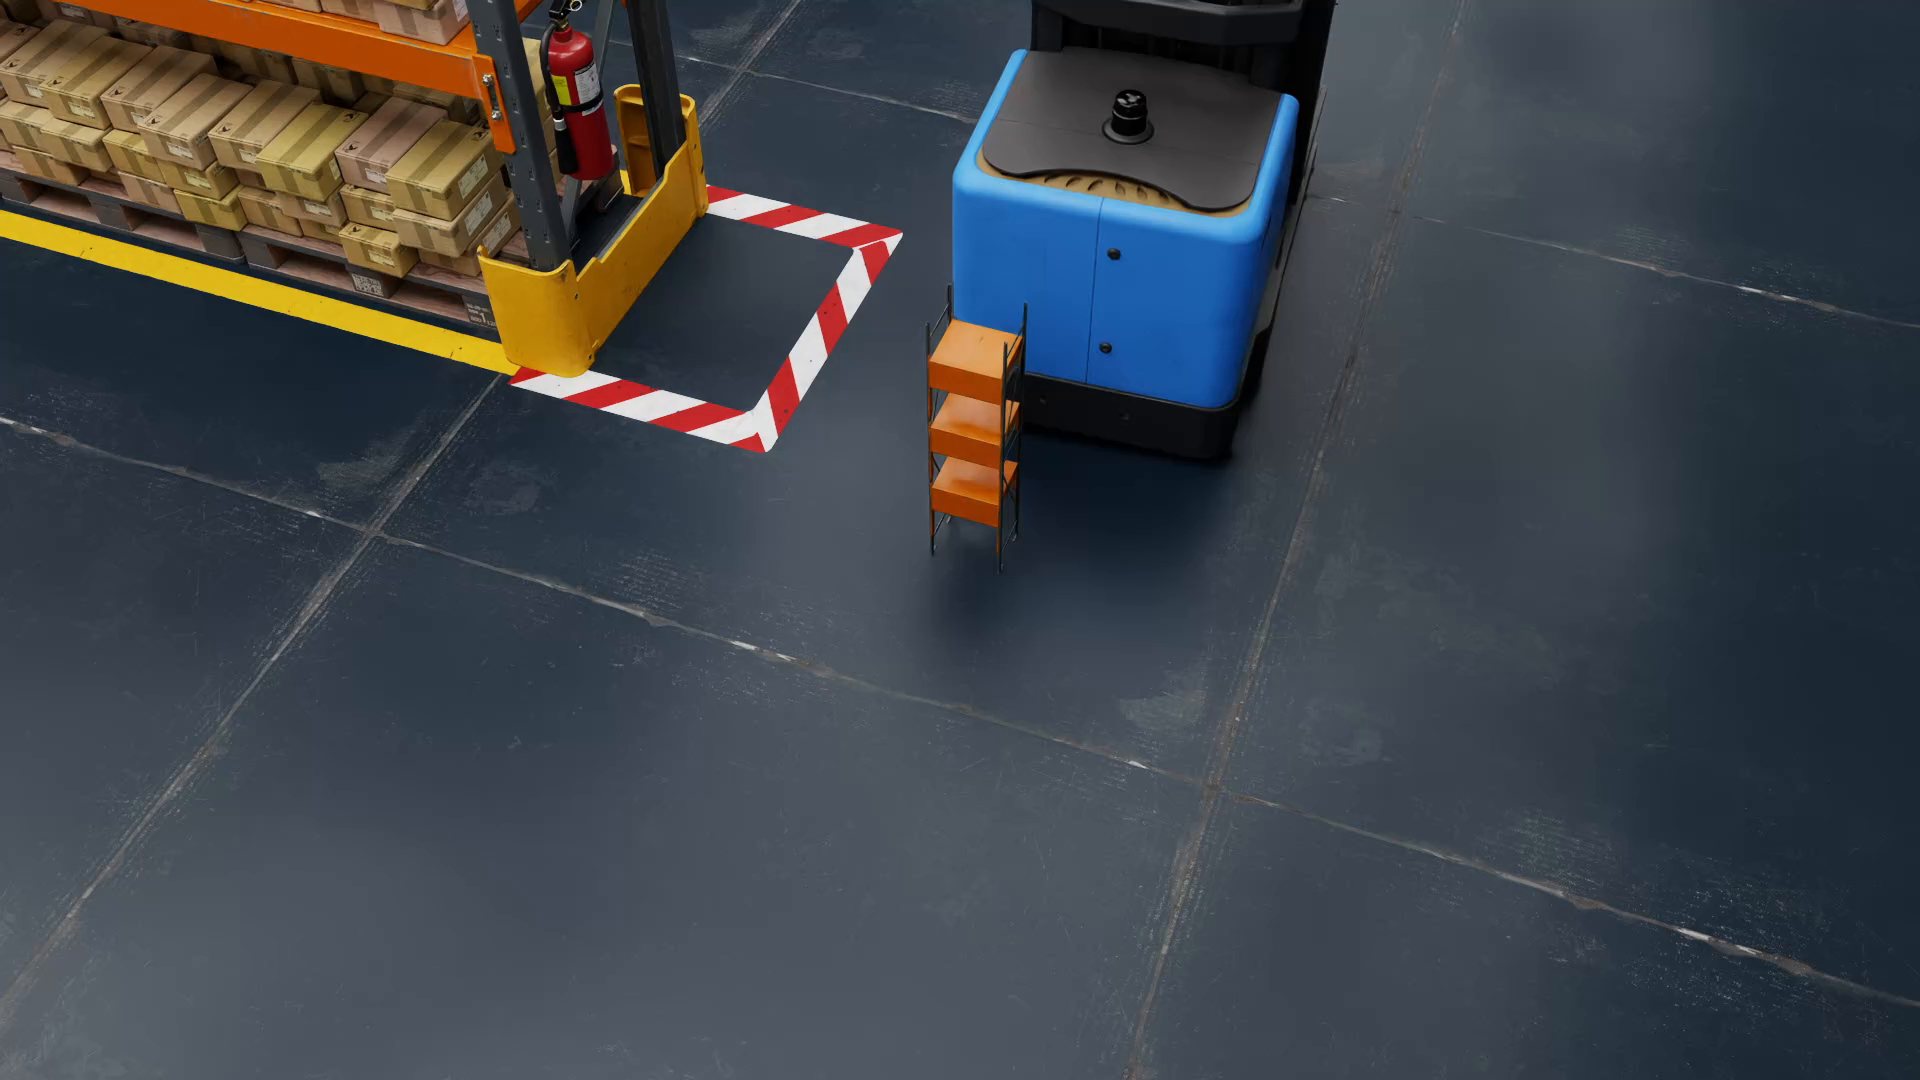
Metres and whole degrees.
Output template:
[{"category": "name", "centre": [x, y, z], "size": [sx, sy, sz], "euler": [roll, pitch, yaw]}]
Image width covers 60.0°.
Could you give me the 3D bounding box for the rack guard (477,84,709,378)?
[{"category": "rack guard", "centre": [-1.396, -1.221, 6.477], "size": [0.348, 0.500, 1.175], "euler": [16, 51, 13]}]

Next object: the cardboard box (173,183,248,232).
[{"category": "cardboard box", "centre": [-2.882, -1.417, 6.602], "size": [0.250, 0.149, 0.380], "euler": [14, 50, 11]}]

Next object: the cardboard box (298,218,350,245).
[{"category": "cardboard box", "centre": [-2.385, -1.339, 6.534], "size": [0.250, 0.149, 0.380], "euler": [15, 51, 13]}]

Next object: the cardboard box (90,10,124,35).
[{"category": "cardboard box", "centre": [-3.404, -2.267, 6.945], "size": [0.250, 0.149, 0.380], "euler": [14, 51, 12]}]

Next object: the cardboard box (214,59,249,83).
[{"category": "cardboard box", "centre": [-2.978, -1.941, 6.859], "size": [0.250, 0.149, 0.380], "euler": [18, 51, 15]}]

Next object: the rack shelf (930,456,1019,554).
[{"category": "rack shelf", "centre": [0.050, -0.141, 5.559], "size": [0.240, 0.259, 0.215], "euler": [16, 51, 13]}]

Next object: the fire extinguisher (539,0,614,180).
[{"category": "fire extinguisher", "centre": [-1.248, -1.479, 5.345], "size": [0.183, 0.674, 0.296], "euler": [16, 51, 13]}]

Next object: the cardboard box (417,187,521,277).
[{"category": "cardboard box", "centre": [-1.891, -1.213, 6.425], "size": [0.250, 0.149, 0.380], "euler": [16, 51, 14]}]

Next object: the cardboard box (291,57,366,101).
[{"category": "cardboard box", "centre": [-2.452, -1.946, 6.667], "size": [0.250, 0.149, 0.380], "euler": [13, 50, 11]}]

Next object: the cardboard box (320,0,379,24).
[{"category": "cardboard box", "centre": [-1.949, -1.914, 5.590], "size": [0.250, 0.149, 0.380], "euler": [16, 51, 13]}]

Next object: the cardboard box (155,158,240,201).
[{"category": "cardboard box", "centre": [-2.897, -1.518, 6.492], "size": [0.250, 0.149, 0.380], "euler": [16, 51, 14]}]

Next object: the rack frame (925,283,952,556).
[{"category": "rack frame", "centre": [-0.064, -0.362, 5.369], "size": [0.008, 1.050, 0.200], "euler": [16, 51, 13]}]

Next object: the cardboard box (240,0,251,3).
[{"category": "cardboard box", "centre": [-2.436, -2.019, 5.681], "size": [0.250, 0.149, 0.380], "euler": [17, 51, 14]}]

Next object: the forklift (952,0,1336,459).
[{"category": "forklift", "centre": [0.873, -2.390, 5.882], "size": [1.130, 2.935, 3.031], "euler": [13, 50, 11]}]

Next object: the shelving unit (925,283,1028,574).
[{"category": "shelving unit", "centre": [0.050, -0.330, 5.341], "size": [0.252, 1.050, 0.215], "euler": [16, 51, 13]}]

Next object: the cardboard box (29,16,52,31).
[{"category": "cardboard box", "centre": [-3.708, -2.203, 7.086], "size": [0.250, 0.149, 0.380], "euler": [17, 51, 14]}]

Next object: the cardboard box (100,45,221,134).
[{"category": "cardboard box", "centre": [-3.113, -1.753, 6.499], "size": [0.250, 0.149, 0.380], "euler": [14, 51, 12]}]

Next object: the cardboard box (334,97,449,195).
[{"category": "cardboard box", "centre": [-2.125, -1.484, 6.266], "size": [0.250, 0.149, 0.380], "euler": [17, 51, 14]}]

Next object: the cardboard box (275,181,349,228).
[{"category": "cardboard box", "centre": [-2.407, -1.391, 6.383], "size": [0.250, 0.149, 0.380], "euler": [14, 50, 12]}]

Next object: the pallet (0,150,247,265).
[{"category": "pallet", "centre": [-3.286, -1.685, 7.070], "size": [1.213, 0.211, 1.003], "euler": [16, 51, 13]}]

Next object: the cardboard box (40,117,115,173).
[{"category": "cardboard box", "centre": [-3.399, -1.651, 6.607], "size": [0.250, 0.149, 0.380], "euler": [16, 51, 13]}]

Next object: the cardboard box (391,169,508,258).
[{"category": "cardboard box", "centre": [-1.918, -1.257, 6.266], "size": [0.250, 0.149, 0.380], "euler": [14, 51, 12]}]

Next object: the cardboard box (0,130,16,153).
[{"category": "cardboard box", "centre": [-3.826, -1.773, 6.910], "size": [0.250, 0.149, 0.380], "euler": [14, 50, 12]}]

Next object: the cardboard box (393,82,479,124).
[{"category": "cardboard box", "centre": [-1.999, -1.783, 6.525], "size": [0.250, 0.149, 0.380], "euler": [16, 51, 14]}]

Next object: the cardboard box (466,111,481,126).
[{"category": "cardboard box", "centre": [-1.964, -1.752, 6.695], "size": [0.250, 0.149, 0.380], "euler": [15, 51, 13]}]

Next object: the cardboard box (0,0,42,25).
[{"category": "cardboard box", "centre": [-3.947, -2.335, 7.004], "size": [0.250, 0.149, 0.380], "euler": [17, 51, 14]}]

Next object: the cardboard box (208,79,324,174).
[{"category": "cardboard box", "centre": [-2.633, -1.574, 6.344], "size": [0.250, 0.149, 0.380], "euler": [14, 50, 12]}]

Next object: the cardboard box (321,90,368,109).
[{"category": "cardboard box", "centre": [-2.428, -1.897, 6.821], "size": [0.250, 0.149, 0.380], "euler": [17, 51, 14]}]

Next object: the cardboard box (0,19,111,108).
[{"category": "cardboard box", "centre": [-3.586, -1.894, 6.621], "size": [0.250, 0.149, 0.380], "euler": [14, 50, 12]}]

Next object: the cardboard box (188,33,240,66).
[{"category": "cardboard box", "centre": [-2.940, -2.127, 6.823], "size": [0.250, 0.149, 0.380], "euler": [16, 51, 14]}]

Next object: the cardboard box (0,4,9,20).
[{"category": "cardboard box", "centre": [-4.081, -2.031, 6.740], "size": [0.250, 0.149, 0.380], "euler": [14, 51, 12]}]

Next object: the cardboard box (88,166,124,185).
[{"category": "cardboard box", "centre": [-3.342, -1.622, 6.780], "size": [0.250, 0.149, 0.380], "euler": [17, 51, 14]}]

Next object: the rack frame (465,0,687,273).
[{"category": "rack frame", "centre": [-1.324, -2.019, 5.515], "size": [0.127, 3.000, 1.000], "euler": [16, 51, 13]}]

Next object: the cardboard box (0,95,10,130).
[{"category": "cardboard box", "centre": [-3.836, -1.844, 6.775], "size": [0.250, 0.149, 0.380], "euler": [18, 51, 15]}]
